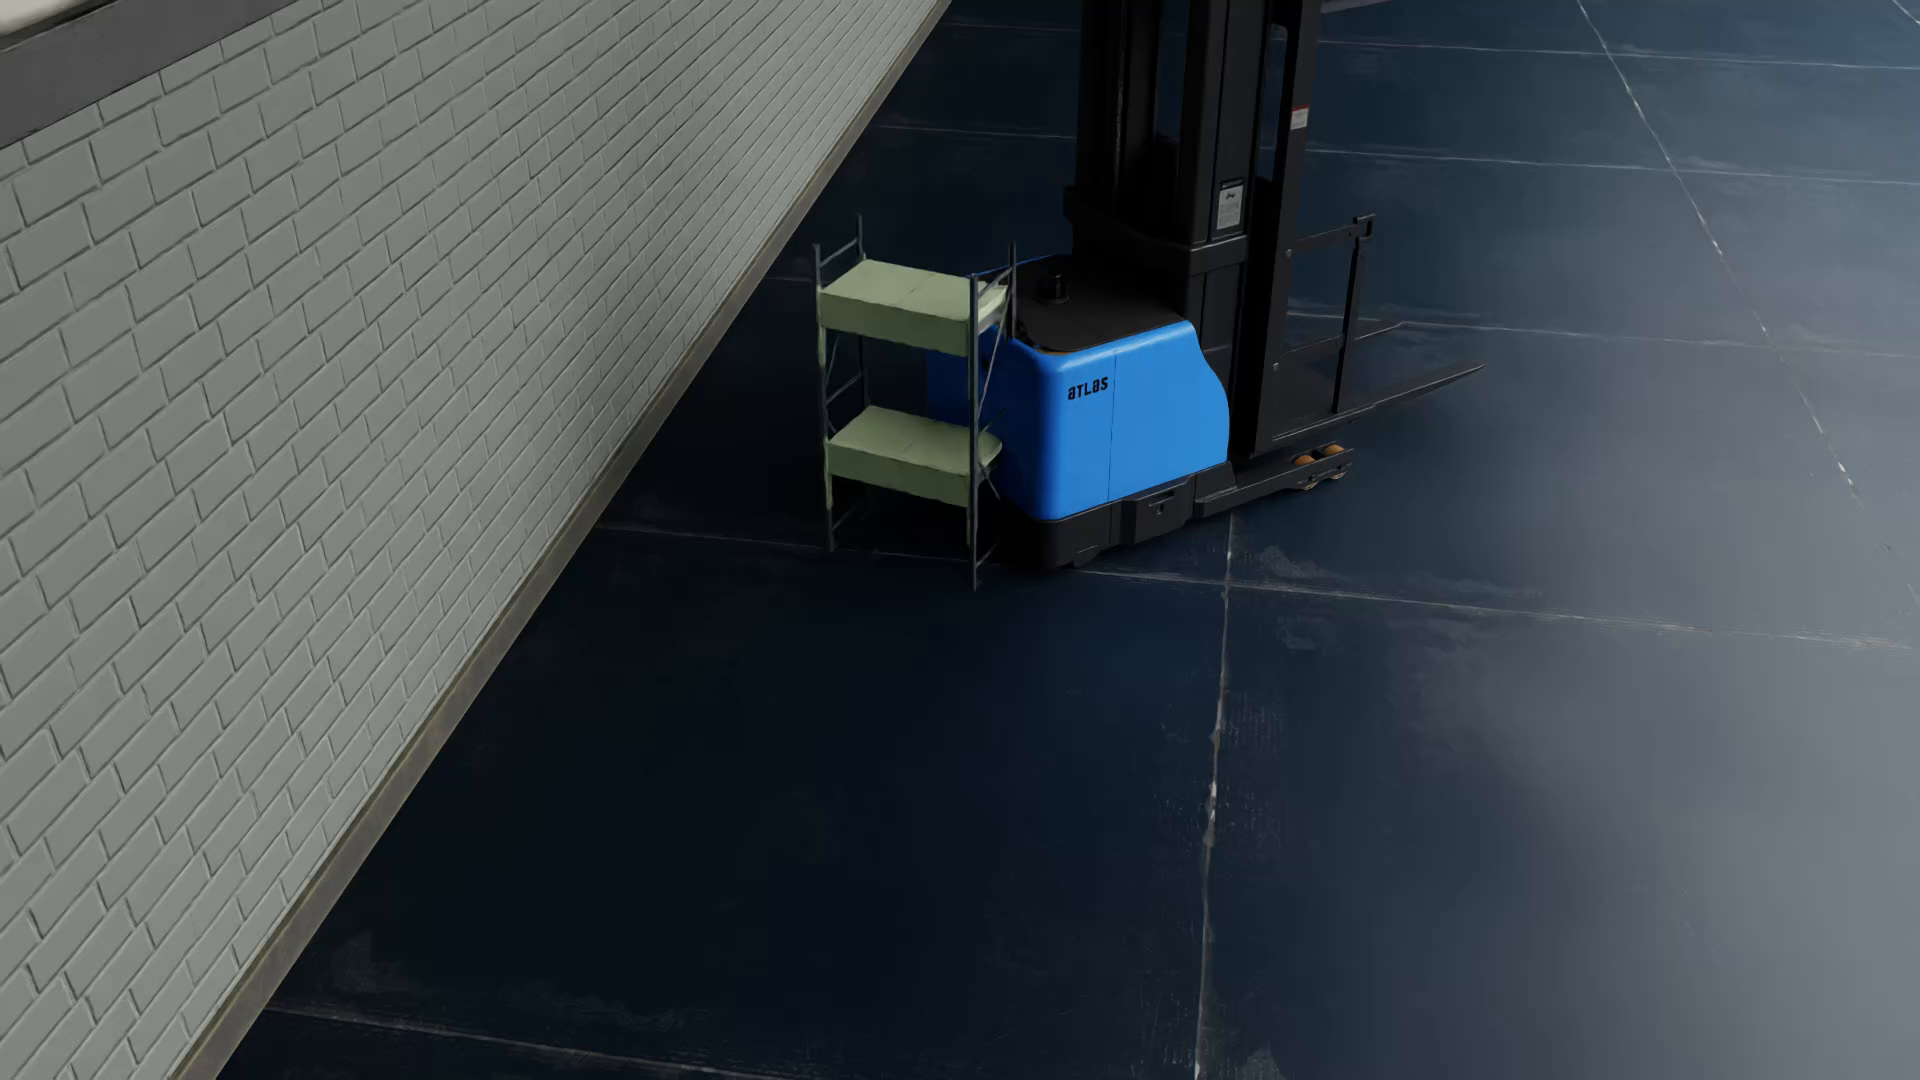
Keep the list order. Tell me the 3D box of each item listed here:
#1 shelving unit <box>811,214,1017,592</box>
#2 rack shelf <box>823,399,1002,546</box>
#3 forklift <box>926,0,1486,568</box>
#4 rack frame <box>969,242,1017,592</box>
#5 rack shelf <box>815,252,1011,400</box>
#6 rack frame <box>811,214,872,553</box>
[{"bbox_3d":[-0.191,-0.588,7.275,0.755,1.500,0.431,15,35,22],"label":"shelving unit"},{"bbox_3d":[-0.191,-0.311,7.447,0.720,0.370,0.431,15,35,22],"label":"rack shelf"},{"bbox_3d":[1.344,-1.704,7.709,3.031,2.935,1.130,-19,37,-27],"label":"forklift"},{"bbox_3d":[0.137,-0.502,7.138,0.023,1.500,0.400,15,35,22],"label":"rack frame"},{"bbox_3d":[-0.191,-0.919,7.068,0.720,0.370,0.431,15,35,22],"label":"rack shelf"},{"bbox_3d":[-0.520,-0.673,7.411,0.023,1.500,0.400,15,35,22],"label":"rack frame"}]
